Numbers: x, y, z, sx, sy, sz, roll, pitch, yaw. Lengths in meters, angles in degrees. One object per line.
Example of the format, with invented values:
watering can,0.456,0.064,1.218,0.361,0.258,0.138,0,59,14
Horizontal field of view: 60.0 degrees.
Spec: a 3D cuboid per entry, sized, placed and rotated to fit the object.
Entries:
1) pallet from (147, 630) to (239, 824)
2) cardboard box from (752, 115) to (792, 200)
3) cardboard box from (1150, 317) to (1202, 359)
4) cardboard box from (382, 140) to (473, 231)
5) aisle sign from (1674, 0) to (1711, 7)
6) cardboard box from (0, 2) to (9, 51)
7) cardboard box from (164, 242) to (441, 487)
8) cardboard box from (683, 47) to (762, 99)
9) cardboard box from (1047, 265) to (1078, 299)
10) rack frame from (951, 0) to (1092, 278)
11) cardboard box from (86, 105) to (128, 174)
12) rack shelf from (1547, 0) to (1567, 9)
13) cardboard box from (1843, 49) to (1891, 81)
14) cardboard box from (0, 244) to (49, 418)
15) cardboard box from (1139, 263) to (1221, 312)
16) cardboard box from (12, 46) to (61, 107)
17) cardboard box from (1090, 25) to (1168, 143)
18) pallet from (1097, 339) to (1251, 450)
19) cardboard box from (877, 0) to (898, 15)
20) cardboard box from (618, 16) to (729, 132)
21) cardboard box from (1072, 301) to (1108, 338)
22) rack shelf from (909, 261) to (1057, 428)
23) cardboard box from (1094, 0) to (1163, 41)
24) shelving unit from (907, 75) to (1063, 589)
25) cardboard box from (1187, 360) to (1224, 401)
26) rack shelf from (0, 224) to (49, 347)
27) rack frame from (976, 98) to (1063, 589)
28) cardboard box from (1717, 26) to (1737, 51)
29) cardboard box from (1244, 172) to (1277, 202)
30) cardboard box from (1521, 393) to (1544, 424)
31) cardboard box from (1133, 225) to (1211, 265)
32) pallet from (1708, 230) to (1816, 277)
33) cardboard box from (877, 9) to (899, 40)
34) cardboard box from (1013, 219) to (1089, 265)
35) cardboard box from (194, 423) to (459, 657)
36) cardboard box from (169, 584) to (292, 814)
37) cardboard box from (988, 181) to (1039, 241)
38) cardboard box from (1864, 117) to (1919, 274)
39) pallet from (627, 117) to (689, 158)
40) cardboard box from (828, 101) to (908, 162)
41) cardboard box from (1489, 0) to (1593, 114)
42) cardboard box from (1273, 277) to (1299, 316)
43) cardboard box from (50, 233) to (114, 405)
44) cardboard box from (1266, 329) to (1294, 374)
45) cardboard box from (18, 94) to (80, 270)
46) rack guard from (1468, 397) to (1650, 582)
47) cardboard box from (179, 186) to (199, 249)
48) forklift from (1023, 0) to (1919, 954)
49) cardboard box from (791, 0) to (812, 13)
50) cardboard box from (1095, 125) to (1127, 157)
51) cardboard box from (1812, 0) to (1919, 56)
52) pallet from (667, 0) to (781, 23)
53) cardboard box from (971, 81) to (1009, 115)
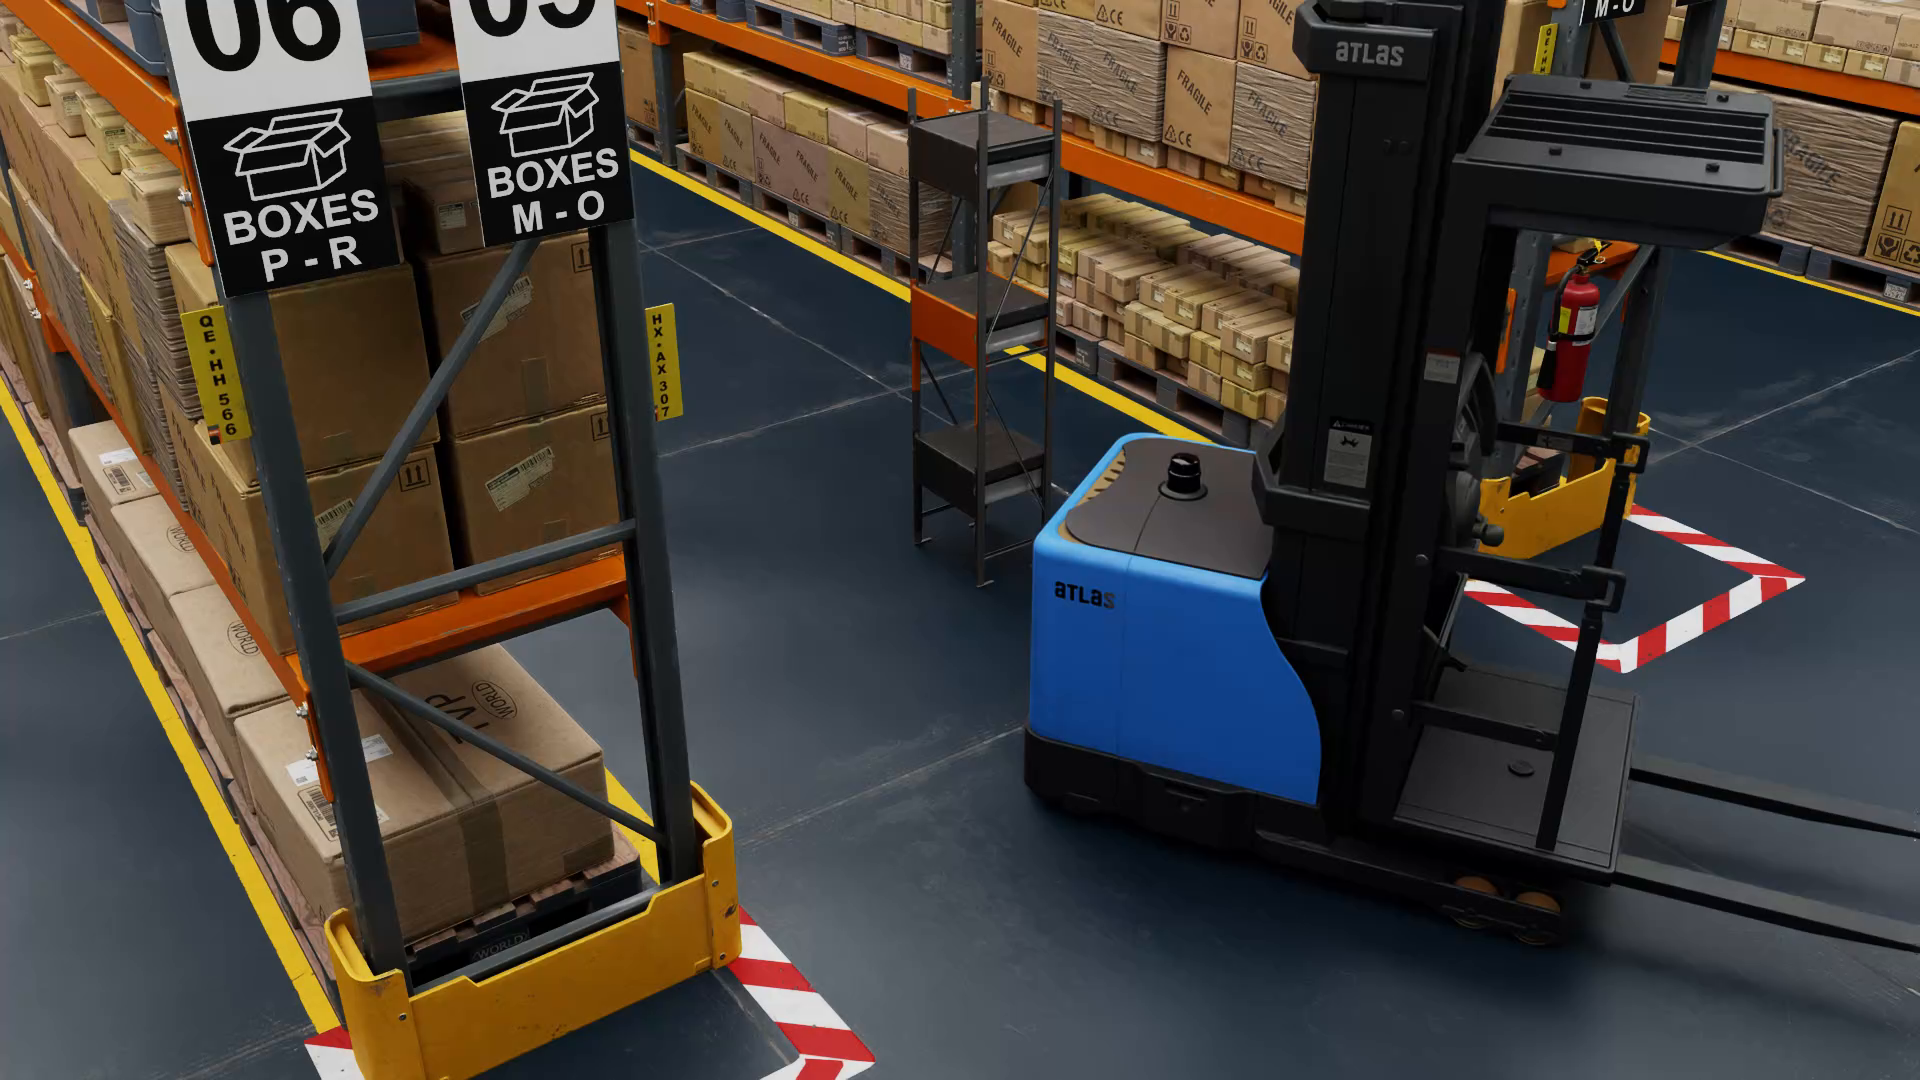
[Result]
pallet,-2.493,0.553,6.511,1.003,0.211,1.213,-19,34,-31
cardboard box,-1.131,-2.777,11.900,0.500,0.500,0.500,-20,34,-32
cardboard box,1.243,-1.111,8.889,0.380,0.149,0.250,-18,34,-30
cardboard box,-1.453,-0.975,4.570,0.380,0.149,0.250,-18,33,-29
aisle sign,2.998,-2.516,6.516,0.394,0.787,0.004,-19,34,-31
cardboard box,-3.611,-2.039,6.528,0.380,0.149,0.250,-19,34,-31
cardboard box,-1.736,-0.515,4.402,0.500,0.500,0.500,-18,33,-29
cardboard box,-1.726,-3.510,12.463,0.500,0.250,0.500,-20,35,-33
cardboard box,0.731,-1.549,9.695,0.380,0.149,0.250,-19,34,-31
rack frame,0.391,-2.874,9.900,1.000,3.000,0.127,-19,34,-31
cardboard box,-2.418,-1.243,5.064,0.380,0.149,0.250,-18,33,-29
rack shelf,1.551,-3.099,7.924,1.077,0.370,4.000,-19,34,-31
cardboard box,5.742,-2.987,10.369,0.380,0.149,0.250,-20,34,-32
cardboard box,-4.538,-1.283,8.757,0.875,0.875,0.875,-18,33,-29
cardboard box,1.197,-1.368,9.050,0.380,0.149,0.250,-20,35,-33
cardboard box,-3.042,-1.631,5.778,0.380,0.149,0.250,-20,34,-32
cardboard box,1.029,-2.391,8.592,0.500,0.500,0.500,-20,34,-32
pallet,1.521,-0.923,9.228,1.003,0.211,1.213,-19,34,-31
cardboard box,-0.296,-3.379,10.339,0.380,0.149,0.250,-17,33,-29
cardboard box,-2.209,-3.887,13.681,1.050,0.750,0.750,-19,34,-31
cardboard box,0.869,-1.305,9.557,0.380,0.149,0.250,-20,34,-32
rack shelf,0.096,-0.846,7.137,0.431,0.518,0.480,-19,34,-31
cardboard box,1.035,-2.844,8.379,0.500,0.500,0.500,-18,33,-30
shelving unit,0.096,-0.858,7.130,0.431,2.100,0.503,-19,34,-31
cardboard box,1.426,-0.882,8.779,0.380,0.149,0.250,-18,33,-30
rack shelf,-4.743,-1.926,8.907,1.077,0.370,4.000,-19,34,-31
rack frame,0.238,-0.763,6.956,0.400,2.100,0.015,-19,34,-31
cardboard box,5.143,-3.387,11.107,0.380,0.149,0.250,-18,33,-30
cardboard box,1.617,-1.783,8.152,0.380,0.149,0.250,-20,35,-33
cardboard box,2.617,-0.657,8.051,0.380,0.149,0.250,-17,33,-29
cardboard box,1.227,-1.696,9.653,0.380,0.149,0.250,-18,33,-29
pallet,5.579,-2.191,11.563,1.003,0.211,1.213,-19,34,-31
cardboard box,-0.295,-3.246,10.408,0.380,0.149,0.250,-19,34,-31
cardboard box,0.534,-1.753,9.758,0.380,0.149,0.250,-17,33,-28
cardboard box,-1.758,-0.068,4.627,0.500,0.500,0.500,-19,34,-30
cardboard box,-2.264,0.449,6.024,0.875,0.438,0.875,-18,33,-29
cardboard box,0.179,-2.321,11.060,0.500,0.500,0.500,-17,33,-29
cardboard box,6.374,-2.131,10.316,0.875,0.875,0.875,-19,34,-31
pallet,-2.325,-3.531,14.031,1.003,0.211,1.213,-19,34,-31
cardboard box,-0.534,-2.713,10.996,0.500,0.250,0.500,-17,33,-28
cardboard box,2.243,-2.042,6.904,0.500,0.500,0.500,-20,34,-32
cardboard box,1.905,-1.316,8.955,0.380,0.149,0.250,-18,33,-30
cardboard box,-2.952,-0.862,6.089,0.500,0.500,0.500,-19,34,-30
cardboard box,1.747,-0.945,8.272,0.380,0.149,0.250,-20,34,-33
cardboard box,-2.928,-1.295,5.840,0.500,0.500,0.500,-18,33,-30
rack guard,2.667,-0.250,7.687,1.175,0.500,0.348,-19,34,-31
cardboard box,-1.800,-0.854,4.348,0.380,0.149,0.250,-18,33,-30
forklift,1.793,-0.275,5.184,3.031,2.935,1.130,12,31,21
cardboard box,-0.913,-3.657,11.164,0.380,0.149,0.250,-20,34,-32
cardboard box,0.943,-2.171,8.867,0.380,0.149,0.250,-18,33,-30
cardboard box,5.724,-3.228,10.396,0.500,0.250,0.500,-20,34,-32
pallet,-1.429,-4.098,12.353,1.213,0.211,1.003,-19,34,-31
cardboard box,0.289,-2.563,9.590,0.380,0.149,0.250,-17,33,-29
